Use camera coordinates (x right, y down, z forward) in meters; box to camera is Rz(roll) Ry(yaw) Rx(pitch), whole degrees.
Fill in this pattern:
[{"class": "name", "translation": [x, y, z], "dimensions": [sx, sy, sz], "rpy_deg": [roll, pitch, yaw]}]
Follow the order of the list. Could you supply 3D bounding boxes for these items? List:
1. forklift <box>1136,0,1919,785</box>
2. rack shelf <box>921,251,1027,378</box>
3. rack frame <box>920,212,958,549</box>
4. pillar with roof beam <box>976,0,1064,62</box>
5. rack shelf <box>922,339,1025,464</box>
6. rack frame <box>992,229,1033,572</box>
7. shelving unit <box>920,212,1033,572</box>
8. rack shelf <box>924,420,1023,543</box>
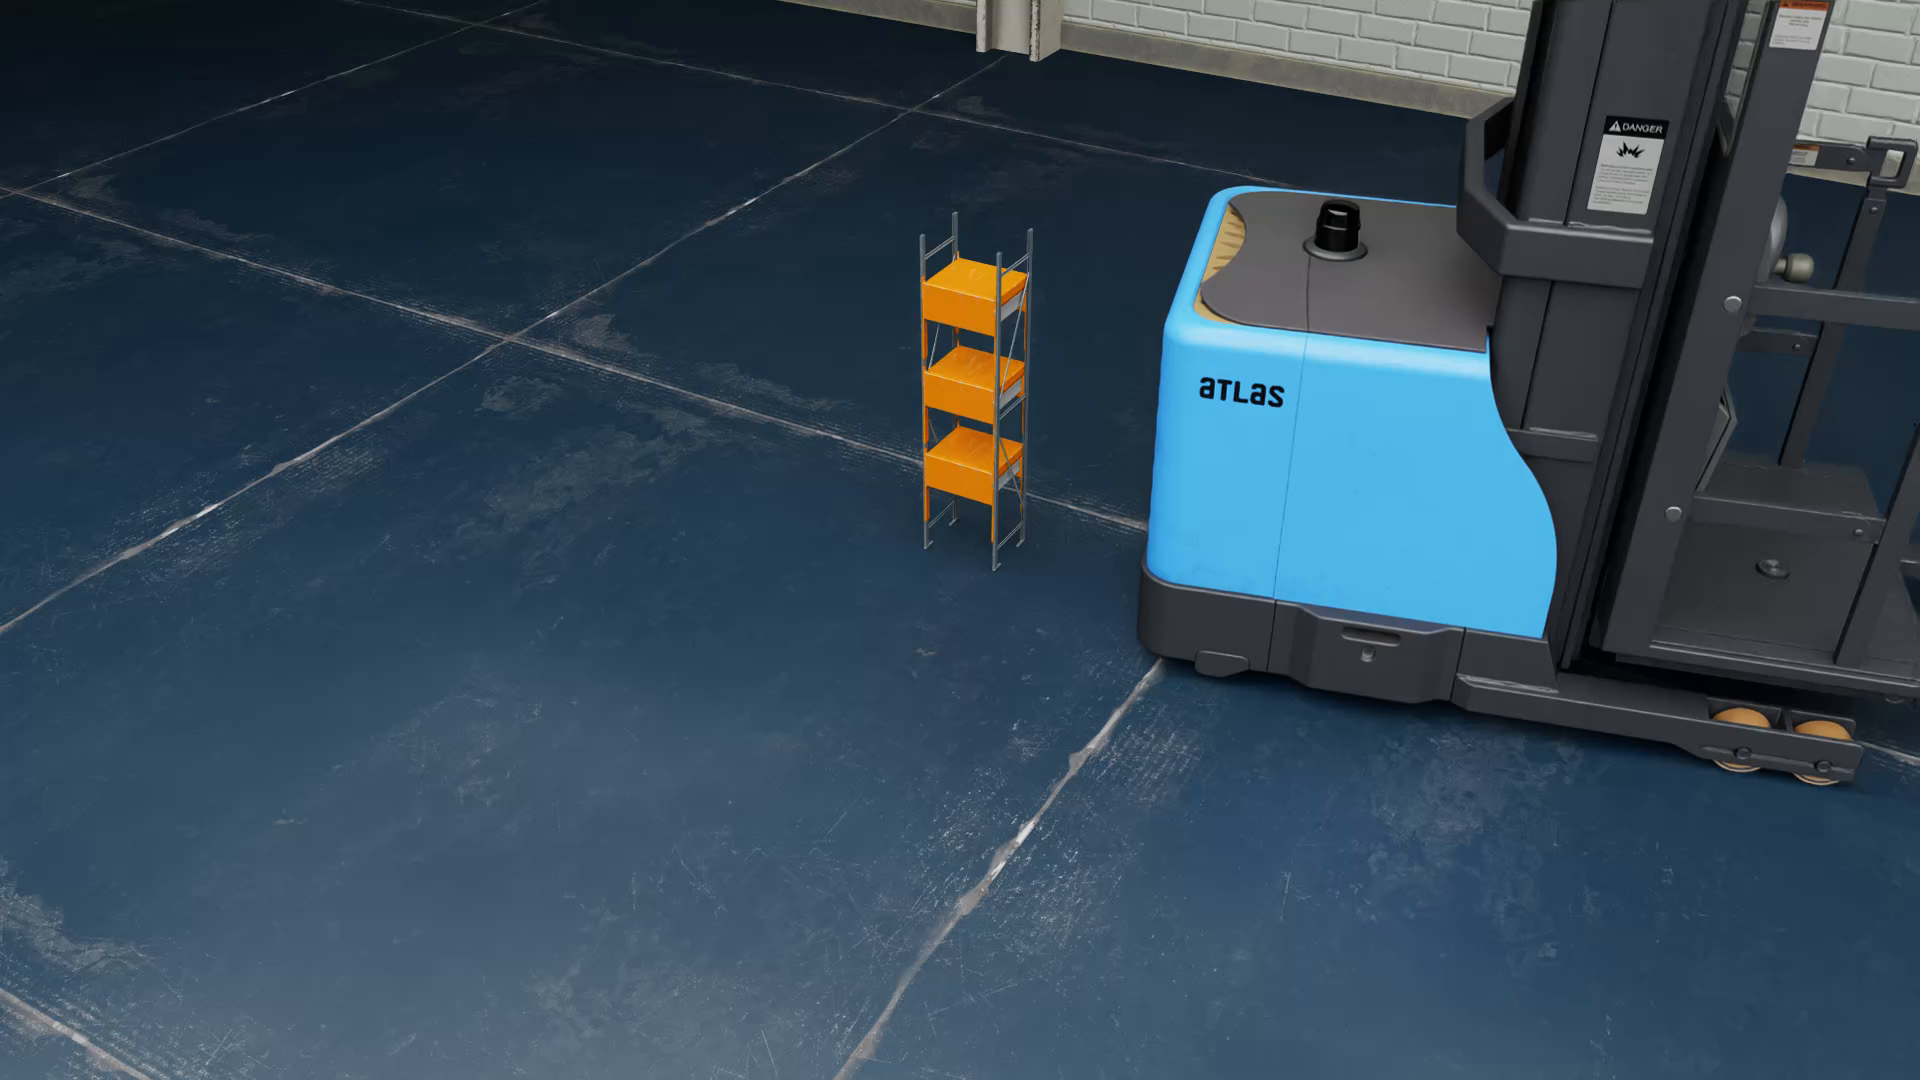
[{"class": "forklift", "translation": [2.075, -0.914, 3.979], "dimensions": [3.031, 2.935, 1.130], "rpy_deg": [8, 35, 12]}, {"class": "rack shelf", "translation": [0.046, -0.650, 4.785], "dimensions": [0.240, 0.259, 0.215], "rpy_deg": [18, 37, 24]}, {"class": "rack frame", "translation": [-0.059, -0.456, 4.987], "dimensions": [0.008, 1.050, 0.200], "rpy_deg": [18, 37, 24]}, {"class": "pillar with roof beam", "translation": [-1.800, -4.461, 3.830], "dimensions": [0.400, 9.000, 9.100], "rpy_deg": [18, 37, 24]}, {"class": "rack shelf", "translation": [0.046, -0.413, 4.943], "dimensions": [0.240, 0.259, 0.215], "rpy_deg": [18, 37, 24]}, {"class": "rack frame", "translation": [0.152, -0.389, 4.887], "dimensions": [0.008, 1.050, 0.200], "rpy_deg": [18, 37, 24]}, {"class": "shelving unit", "translation": [0.046, -0.422, 4.937], "dimensions": [0.252, 1.050, 0.215], "rpy_deg": [18, 37, 24]}, {"class": "rack shelf", "translation": [0.046, -0.182, 5.097], "dimensions": [0.240, 0.259, 0.215], "rpy_deg": [18, 37, 24]}]
